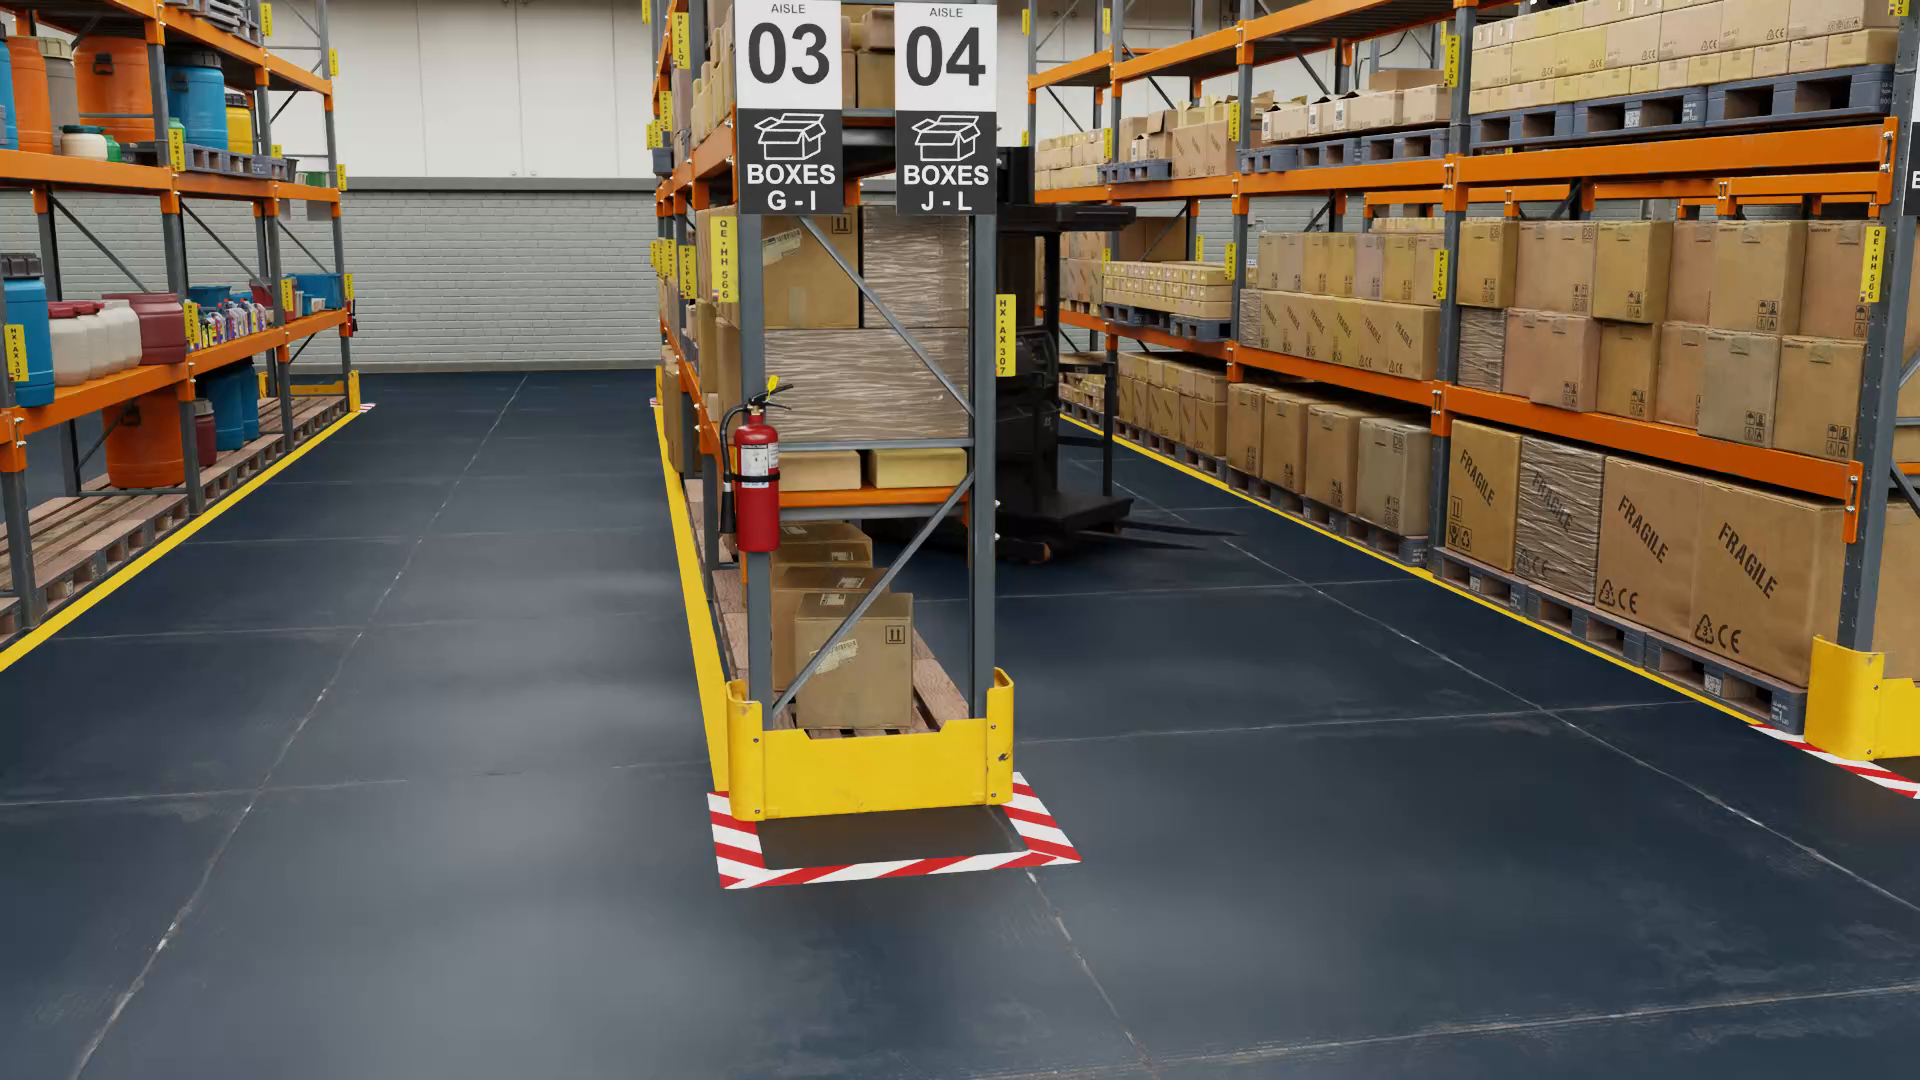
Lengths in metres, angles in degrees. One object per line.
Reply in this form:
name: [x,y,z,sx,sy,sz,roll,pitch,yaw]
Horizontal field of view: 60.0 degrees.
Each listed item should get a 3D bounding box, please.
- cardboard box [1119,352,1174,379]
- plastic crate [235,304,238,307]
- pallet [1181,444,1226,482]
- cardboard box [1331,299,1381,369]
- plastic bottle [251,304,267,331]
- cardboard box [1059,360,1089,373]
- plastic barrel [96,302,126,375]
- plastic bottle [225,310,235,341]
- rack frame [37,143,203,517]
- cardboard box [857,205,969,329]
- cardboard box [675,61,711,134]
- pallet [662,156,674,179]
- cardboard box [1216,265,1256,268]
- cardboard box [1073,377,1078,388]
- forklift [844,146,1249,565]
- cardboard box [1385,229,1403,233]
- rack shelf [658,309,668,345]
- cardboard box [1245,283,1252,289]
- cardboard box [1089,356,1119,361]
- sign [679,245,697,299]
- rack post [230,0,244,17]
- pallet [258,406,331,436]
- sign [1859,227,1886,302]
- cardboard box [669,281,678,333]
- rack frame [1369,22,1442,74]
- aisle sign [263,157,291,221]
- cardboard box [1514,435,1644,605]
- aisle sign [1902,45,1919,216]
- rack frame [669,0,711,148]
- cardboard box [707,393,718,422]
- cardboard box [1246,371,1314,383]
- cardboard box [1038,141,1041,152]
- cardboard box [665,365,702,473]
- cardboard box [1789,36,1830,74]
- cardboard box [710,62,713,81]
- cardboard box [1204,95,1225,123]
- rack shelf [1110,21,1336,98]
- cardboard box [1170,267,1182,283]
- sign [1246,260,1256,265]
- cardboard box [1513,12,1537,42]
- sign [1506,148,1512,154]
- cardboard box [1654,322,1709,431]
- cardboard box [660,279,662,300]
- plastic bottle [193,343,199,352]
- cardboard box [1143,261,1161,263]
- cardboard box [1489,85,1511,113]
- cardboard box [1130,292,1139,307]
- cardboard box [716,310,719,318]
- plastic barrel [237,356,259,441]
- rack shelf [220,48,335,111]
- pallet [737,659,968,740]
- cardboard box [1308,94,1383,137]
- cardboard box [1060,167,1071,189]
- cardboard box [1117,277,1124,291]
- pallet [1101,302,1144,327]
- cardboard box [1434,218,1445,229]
cardboard box: [2.076,-1.937,18.410,0.500,0.250,0.500,-3,11,-14]
plastic crate: [-8.185,-2.602,18.891,0.293,0.136,0.466,-2,11,-11]
pallet: [2.819,-0.776,16.208,1.003,0.211,1.213,-2,11,-11]
cardboard box: [3.187,-1.589,12.756,0.500,0.500,0.500,-2,11,-10]
plastic bottle: [-7.158,-2.272,16.945,0.152,0.276,0.135,-2,11,-11]
cardboard box: [1.458,-2.218,21.240,0.380,0.149,0.250,-2,11,-10]
plastic barrel: [-6.282,-1.457,12.030,0.421,0.512,0.421,0,11,0]
plastic bottle: [-6.828,-2.009,15.539,0.061,0.283,0.133,-2,11,-11]
rack frame: [-6.774,-1.660,13.397,1.000,3.000,0.127,-2,11,-11]
cardboard box: [-0.199,-1.170,7.086,0.500,0.500,0.500,-2,11,-11]
cardboard box: [-1.876,-3.328,12.532,0.500,0.500,0.500,-2,11,-13]
pallet: [-2.313,-3.542,15.768,1.003,0.211,1.213,-2,11,-8]
cardboard box: [2.813,-2.710,16.871,0.380,0.149,0.250,-2,11,-9]
cardboard box: [1.631,-1.977,20.768,0.380,0.149,0.250,-3,11,-14]
forklift: [0.610,-1.375,12.081,3.031,2.935,1.130,7,13,34]
cardboard box: [6.171,-4.015,22.829,0.500,0.500,0.500,-2,11,-13]
rack shelf: [-3.082,-2.587,20.192,1.077,0.370,4.000,-2,11,-11]
cardboard box: [2.963,-2.426,16.172,0.380,0.149,0.250,-2,11,-13]
cardboard box: [1.921,-2.339,21.873,0.380,0.149,0.250,-3,11,-13]
sign: [-1.681,-1.655,10.271,0.100,0.325,0.005,-2,11,-11]
rack post: [-7.418,-5.148,15.880,0.937,0.300,0.954,-2,11,-12]
pallet: [-7.973,-1.382,19.391,1.003,0.211,1.213,-2,11,-11]
sign: [3.991,-1.203,7.264,0.100,0.325,0.005,-2,11,-11]
cardboard box: [-2.653,-2.346,16.731,0.500,0.500,0.500,-2,11,-12]
rack frame: [6.250,-6.615,23.385,1.000,3.000,0.127,-2,11,-11]
aisle sign: [-8.635,-4.407,20.875,0.394,0.787,0.004,-2,11,-11]
cardboard box: [3.980,-0.148,10.011,0.875,0.875,0.875,-2,11,-11]
aisle sign: [4.245,-1.788,7.116,0.394,0.787,0.004,-2,11,-11]
rack frame: [-1.915,-4.787,13.783,1.000,3.000,0.127,-2,11,-11]
cardboard box: [-1.213,-0.749,9.281,0.380,0.149,0.250,-2,11,-11]
cardboard box: [3.073,-1.484,16.029,0.500,0.250,0.500,-3,11,-14]
cardboard box: [1.253,-5.243,22.196,0.380,0.149,0.250,-2,11,-11]
cardboard box: [-2.029,-1.130,15.172,1.225,0.875,0.875,-3,11,-14]
cardboard box: [4.080,-2.235,7.678,0.380,0.149,0.250,-2,11,-11]
cardboard box: [-1.086,-2.394,8.564,0.380,0.149,0.250,-2,11,-12]
cardboard box: [2.522,-4.059,15.664,0.396,0.266,0.258,-2,11,-11]
rack shelf: [2.581,-4.766,16.665,1.077,0.370,4.000,-2,11,-11]
cardboard box: [2.271,-2.594,16.258,0.380,0.149,0.250,-2,11,-9]
sign: [5.071,-4.844,29.399,0.327,0.218,0.001,-2,11,-11]
cardboard box: [3.585,-3.094,10.054,0.380,0.149,0.250,-2,11,-12]
sign: [6.483,-4.680,19.648,0.100,0.325,0.005,-2,11,-11]
cardboard box: [4.295,-0.882,8.909,0.875,0.550,0.550,-2,11,-11]
cardboard box: [-3.441,-3.095,20.540,0.500,0.250,0.500,-2,11,-13]
plastic bottle: [-6.560,-1.756,14.212,0.061,0.283,0.133,-2,11,-11]
cardboard box: [2.343,-3.031,19.536,0.500,0.500,0.500,-2,11,-12]
cardboard box: [3.537,-2.748,10.369,0.380,0.149,0.250,-2,11,-11]
cardboard box: [2.019,-2.540,17.570,0.380,0.149,0.250,-3,11,-14]
cardboard box: [-0.795,-0.943,8.566,0.875,0.500,0.500,-2,11,-11]
plastic barrel: [-7.463,-1.469,16.881,0.600,0.901,0.708,-2,11,-11]
rack shelf: [-7.941,-5.158,18.722,1.077,0.370,4.000,-2,11,-11]
pallet: [-0.497,0.832,7.758,1.003,0.211,1.213,-2,11,-11]
cardboard box: [3.092,-3.361,13.156,0.500,0.311,0.500,-2,11,-12]
cardboard box: [1.551,-4.492,20.653,0.500,0.250,0.500,-2,11,-11]
cardboard box: [1.920,-2.781,18.039,0.380,0.149,0.250,-2,11,-10]
pallet: [2.198,-2.496,18.302,1.003,0.211,1.213,-2,11,-11]
cardboard box: [6.406,-4.120,21.642,0.380,0.149,0.250,-2,11,-11]
